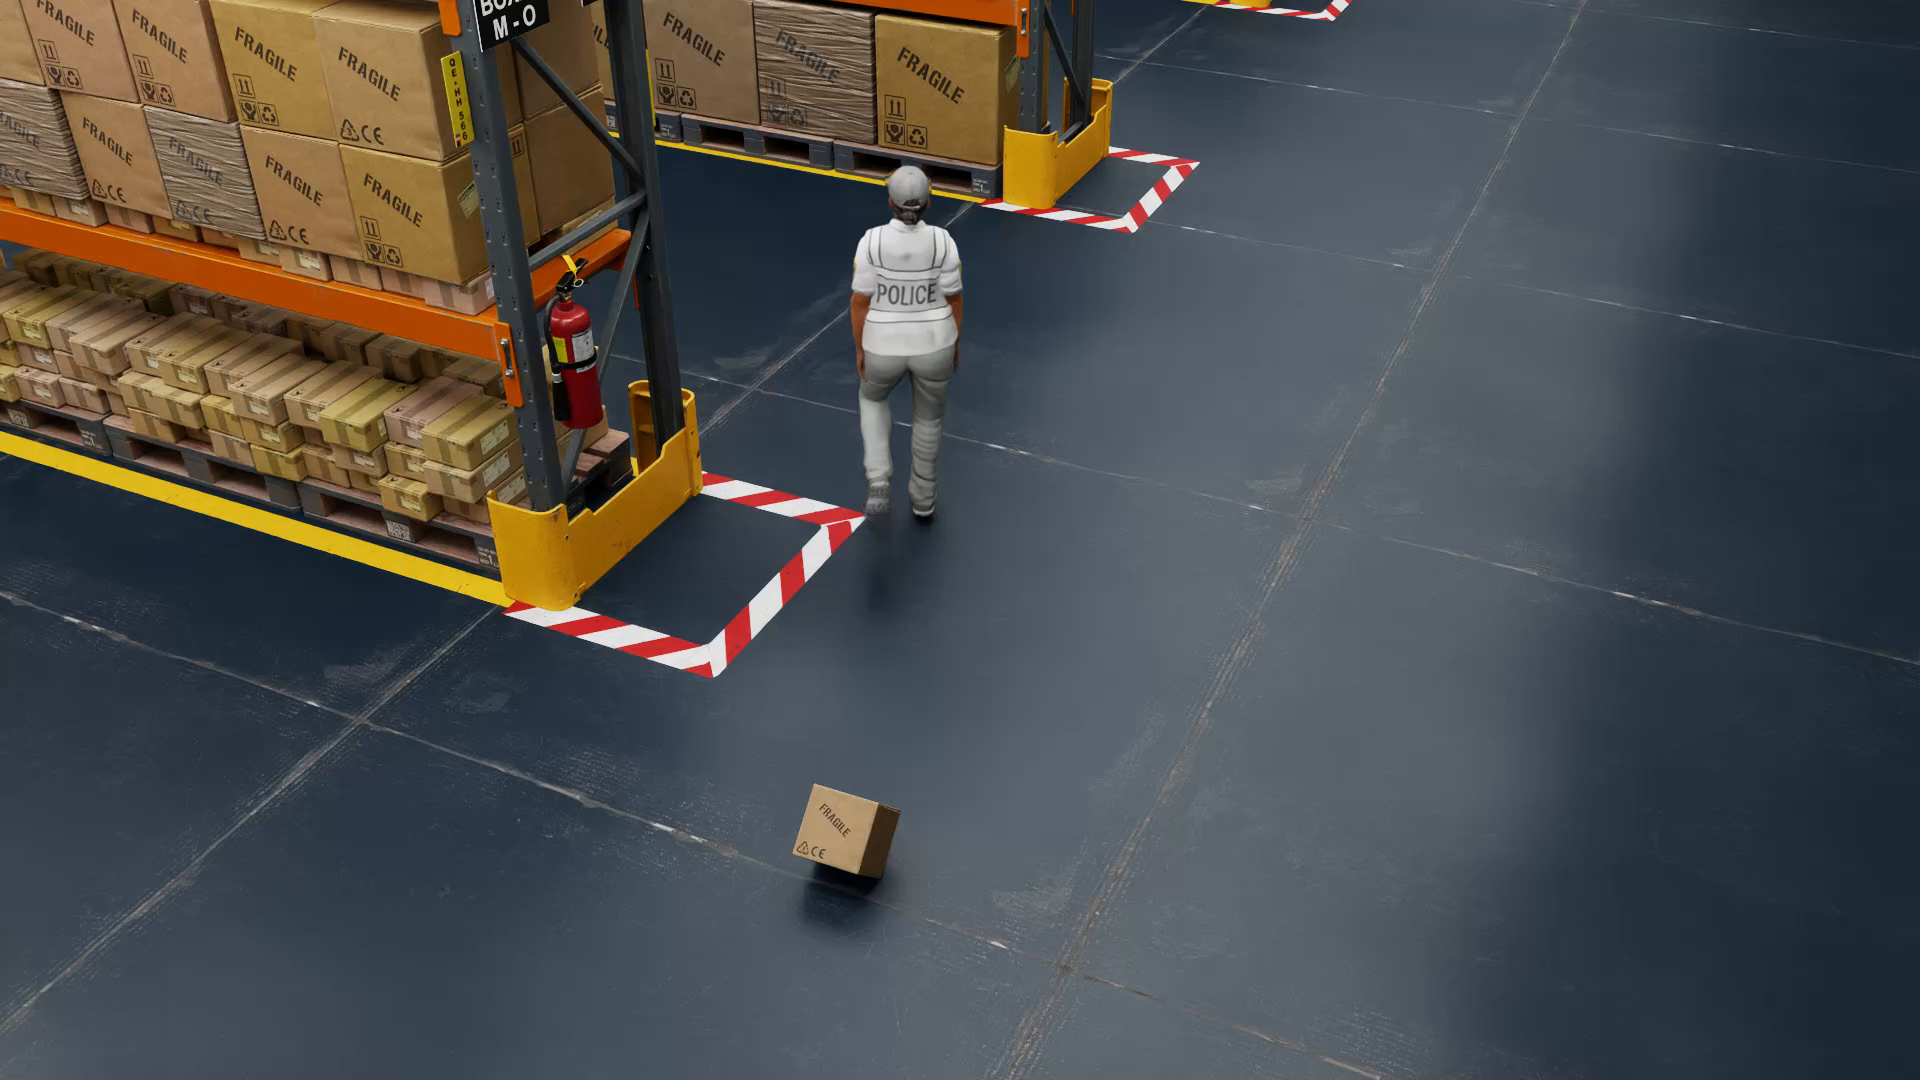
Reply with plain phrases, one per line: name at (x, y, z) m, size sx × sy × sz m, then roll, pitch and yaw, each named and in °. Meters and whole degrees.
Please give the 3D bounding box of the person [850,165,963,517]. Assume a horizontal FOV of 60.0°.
person at (-0.232, -0.853, 7.369) m, size 0.487 × 1.667 × 0.462 m, roll 0°, pitch 34°, yaw 0°
